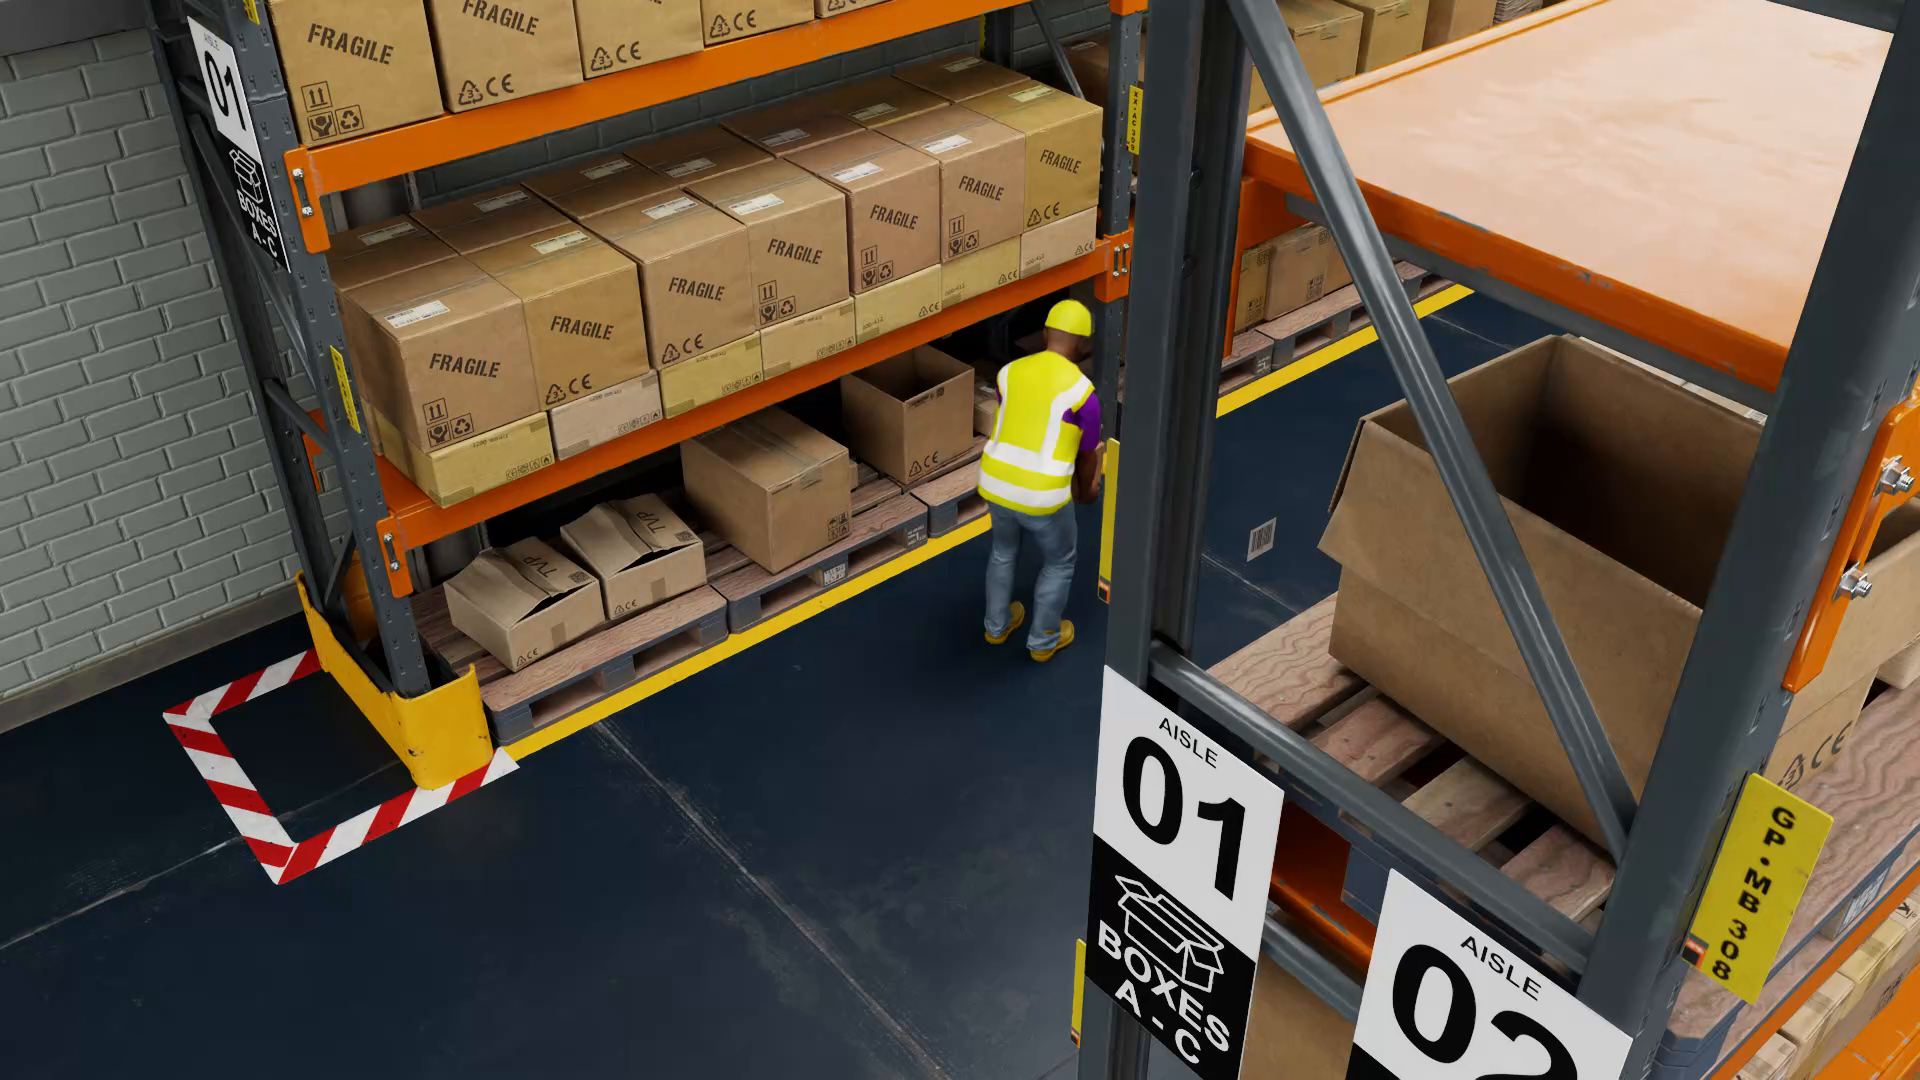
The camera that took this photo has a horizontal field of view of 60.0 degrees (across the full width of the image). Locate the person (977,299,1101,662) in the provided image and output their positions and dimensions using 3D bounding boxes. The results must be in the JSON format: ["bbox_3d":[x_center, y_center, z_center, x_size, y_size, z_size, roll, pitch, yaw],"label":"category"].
[{"bbox_3d":[0.371,-0.270,7.546,0.489,1.634,0.715,20,40,25],"label":"person"}]
